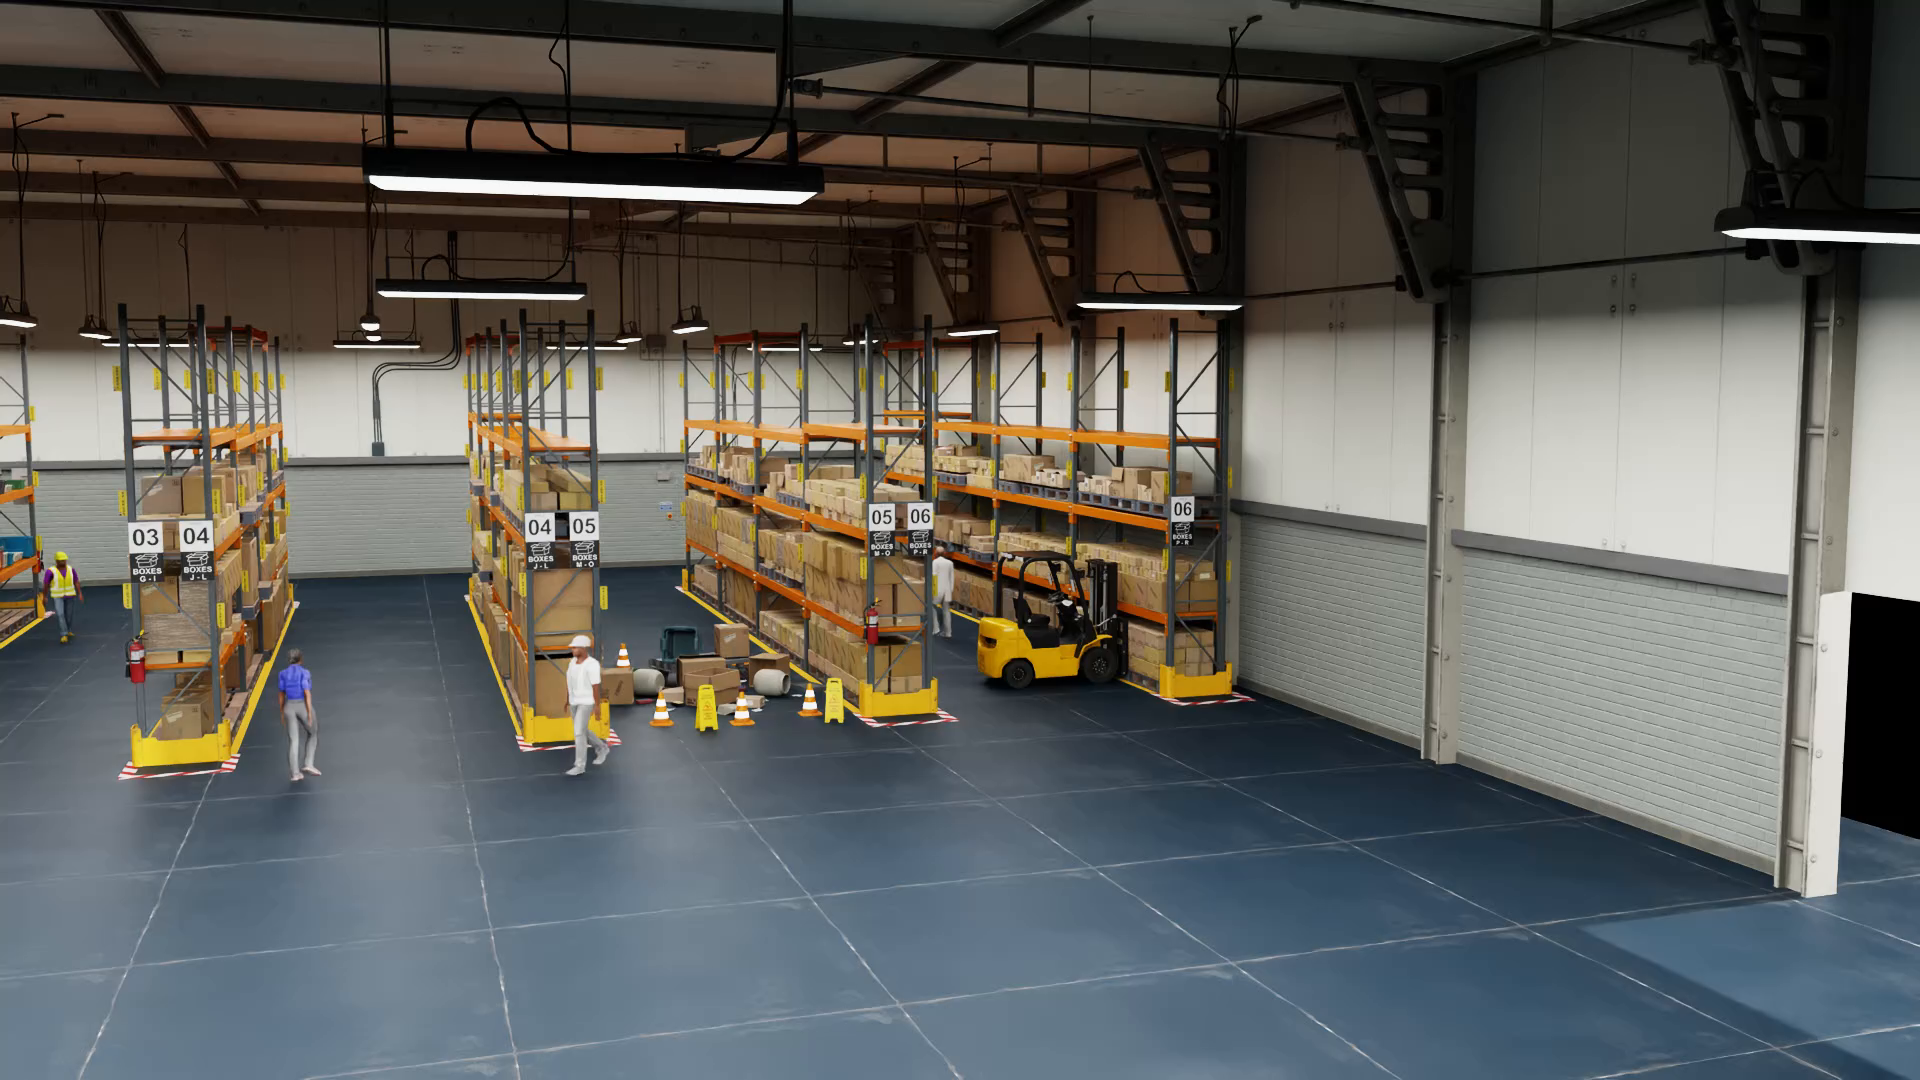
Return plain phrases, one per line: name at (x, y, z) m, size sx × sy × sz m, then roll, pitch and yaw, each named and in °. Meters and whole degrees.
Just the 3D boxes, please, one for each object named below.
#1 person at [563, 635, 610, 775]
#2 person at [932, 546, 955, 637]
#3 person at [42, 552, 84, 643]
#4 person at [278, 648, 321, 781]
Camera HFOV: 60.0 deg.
person at (-4.824, 2.093, 21.423) m, size 0.799 × 1.755 × 0.566 m, roll -5°, pitch 7°, yaw -43°
person at (-0.353, 1.040, 32.641) m, size 0.628 × 1.813 × 0.595 m, roll -3°, pitch 6°, yaw -31°
person at (-17.300, 1.079, 32.089) m, size 0.703 × 1.701 × 1.042 m, roll -4°, pitch 7°, yaw -37°
person at (-8.350, 2.197, 20.949) m, size 0.477 × 1.658 × 0.518 m, roll -1°, pitch 5°, yaw -7°
